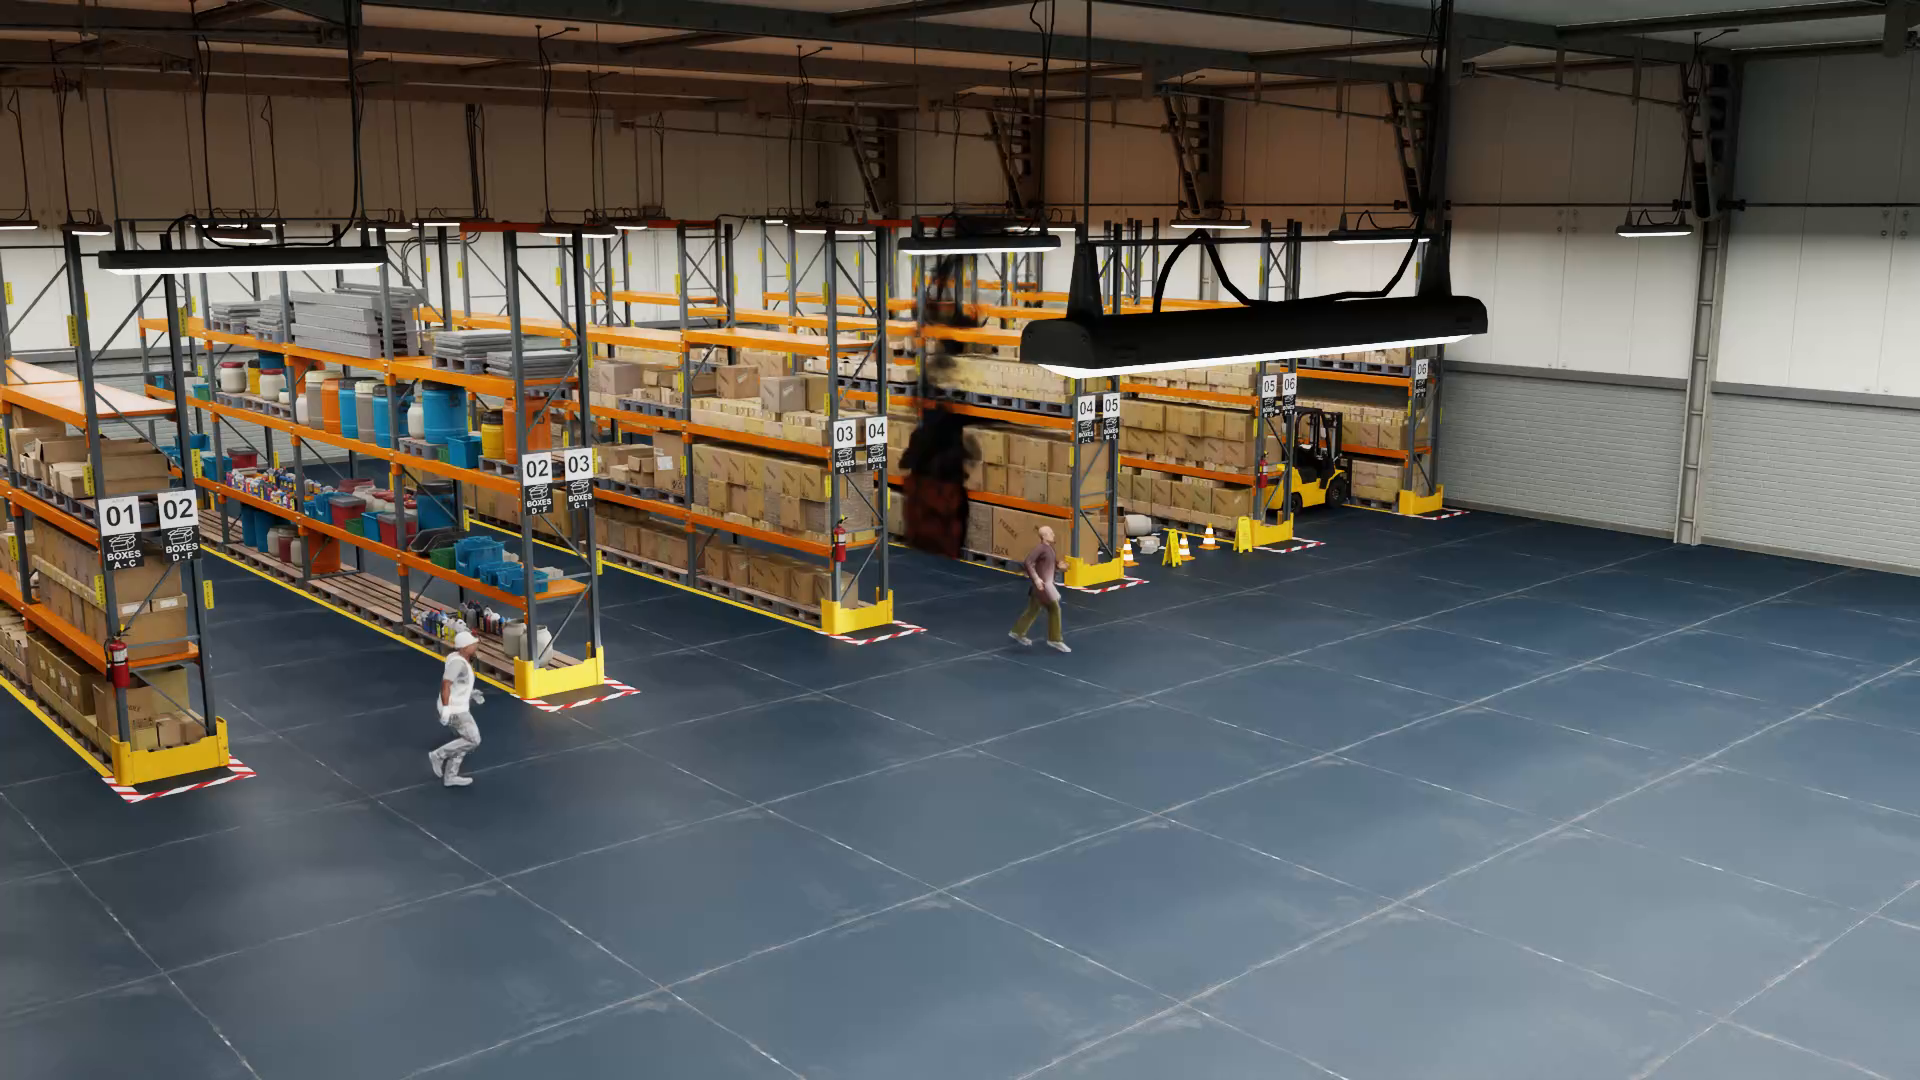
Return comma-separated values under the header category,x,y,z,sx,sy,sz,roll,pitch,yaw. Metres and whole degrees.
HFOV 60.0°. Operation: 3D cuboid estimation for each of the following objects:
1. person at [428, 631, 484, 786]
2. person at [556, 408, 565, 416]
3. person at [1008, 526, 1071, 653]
category,x,y,z,sx,sy,sz,roll,pitch,yaw
person,-5.559,1.860,18.325,0.642,1.711,0.690,-5,12,-23
person,-9.235,-2.201,38.463,0.708,1.755,0.759,-4,12,-19
person,1.147,0.691,23.878,0.914,1.824,0.693,0,11,1
